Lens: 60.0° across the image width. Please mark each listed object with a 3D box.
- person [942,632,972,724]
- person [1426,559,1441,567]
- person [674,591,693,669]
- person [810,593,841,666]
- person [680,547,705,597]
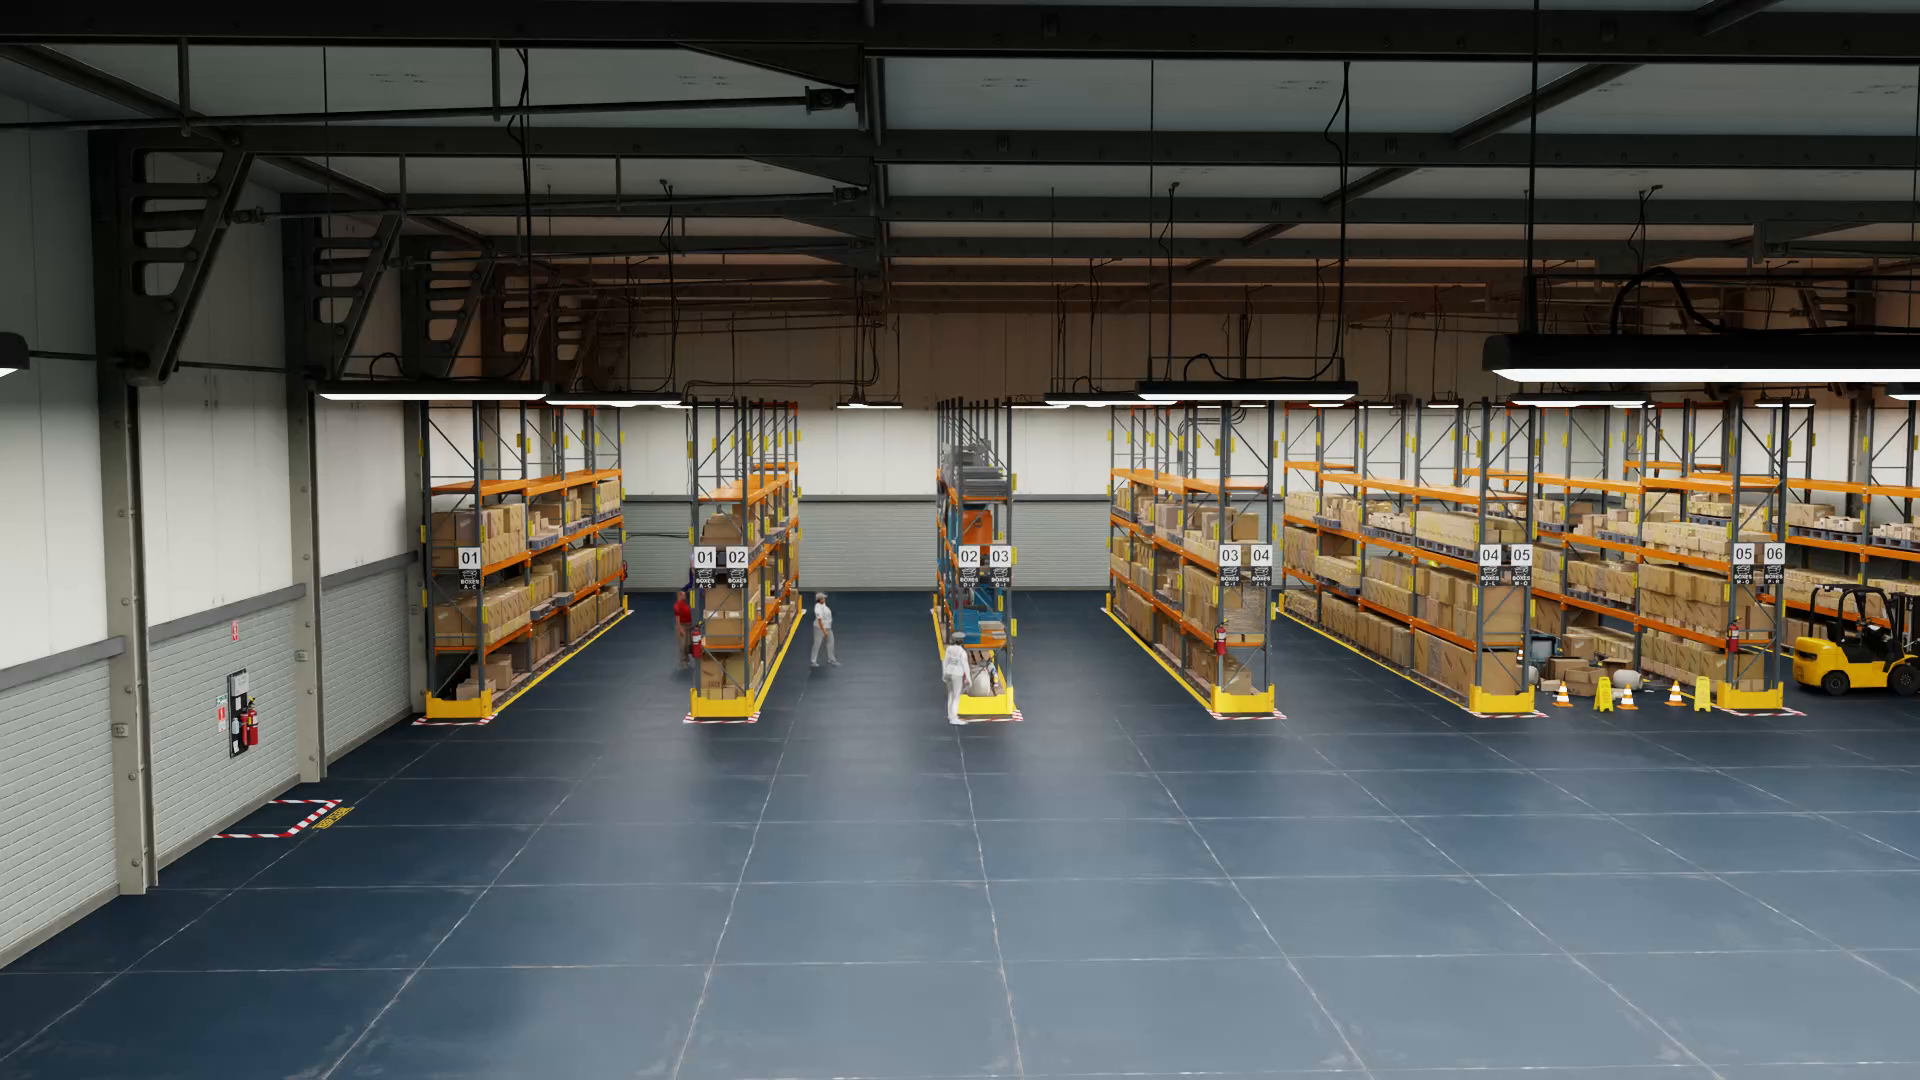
[{"bbox_3d":[-0.074,2.539,30.573,0.517,1.710,0.611,-3,6,-38],"label":"person"},{"bbox_3d":[14.365,0.962,50.367,0.876,1.732,0.615,-1,4,-8],"label":"person"},{"bbox_3d":[-6.136,2.025,37.278,0.568,1.777,0.552,3,5,33],"label":"person"},{"bbox_3d":[-3.037,1.998,37.177,0.531,1.682,0.657,2,5,25],"label":"person"},{"bbox_3d":[-8.176,0.962,51.180,0.903,1.594,0.561,1,4,9],"label":"person"}]
